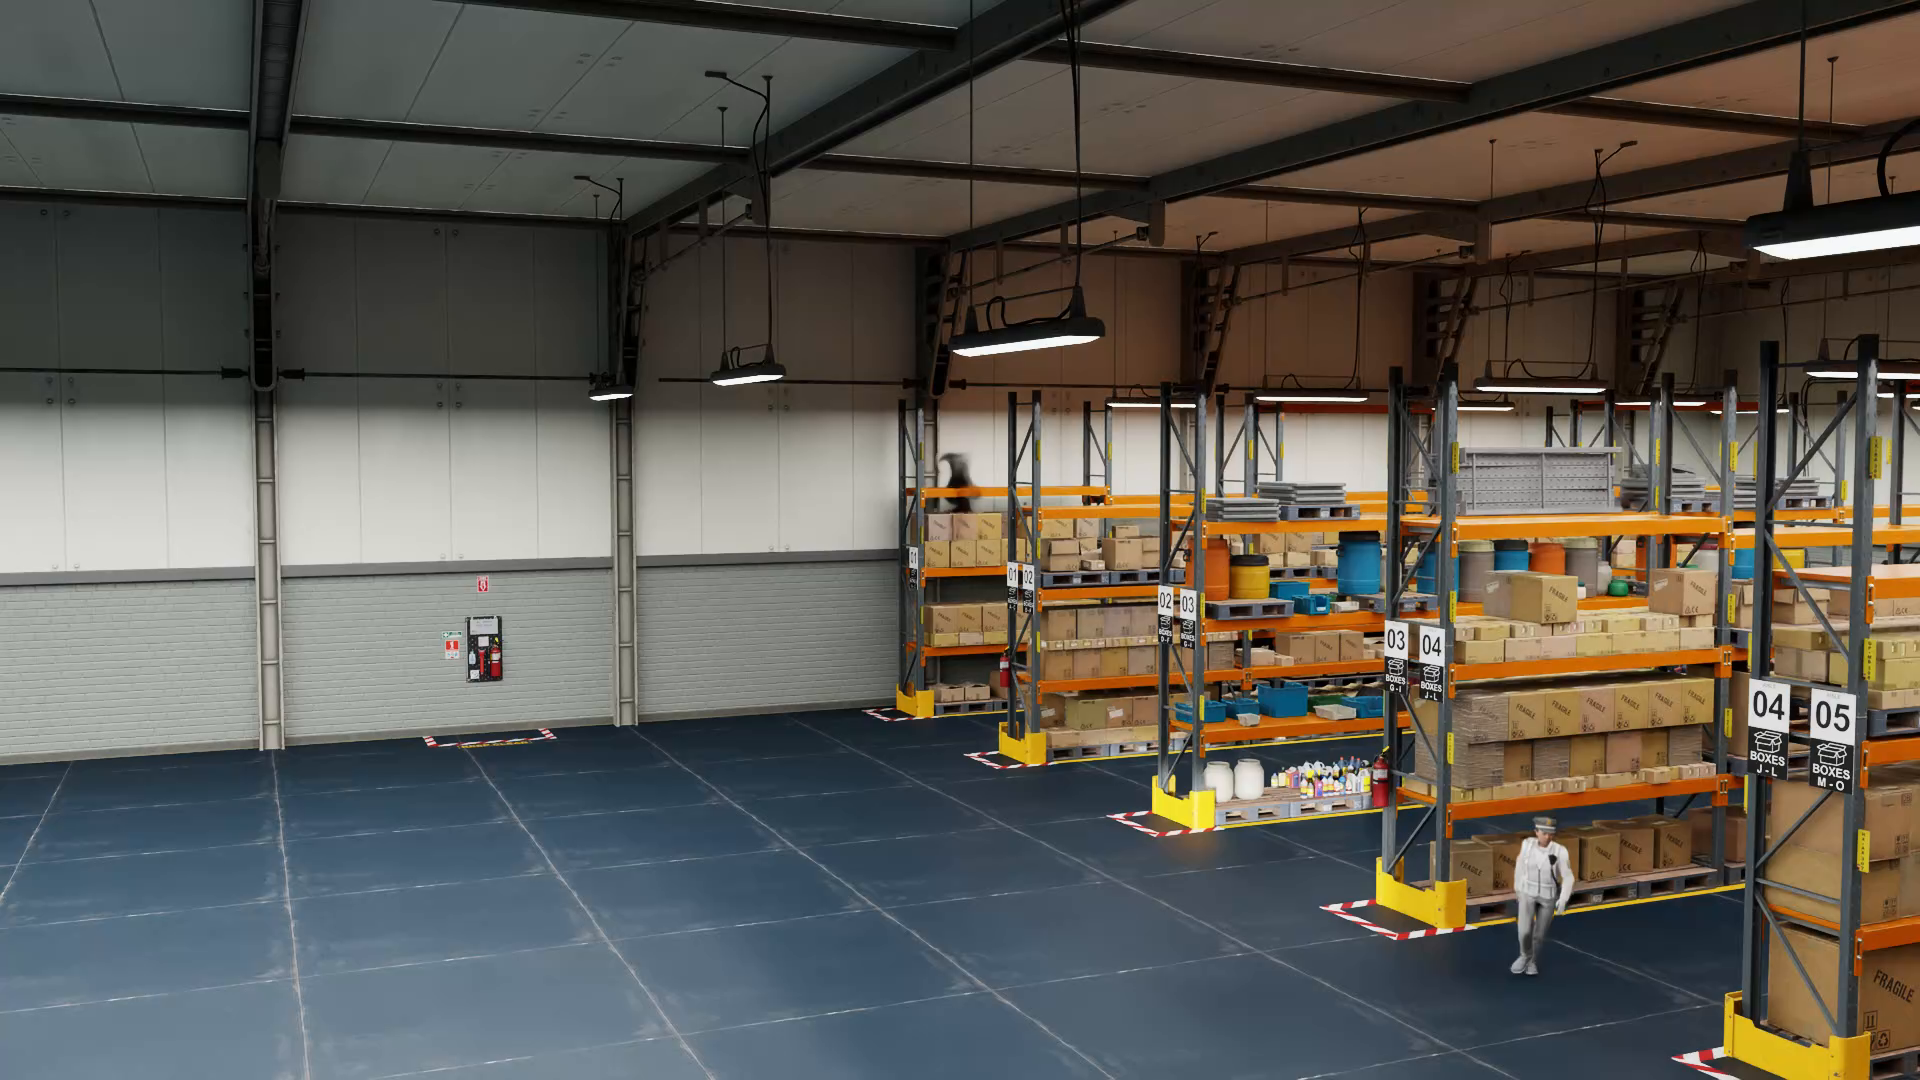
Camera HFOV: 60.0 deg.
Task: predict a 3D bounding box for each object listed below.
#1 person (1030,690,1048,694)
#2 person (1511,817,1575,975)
[{"bbox_3d":[1.567,2.492,30.805,0.527,1.721,0.784,-2,4,-31],"label":"person"},{"bbox_3d":[5.582,3.414,15.901,0.539,1.610,0.730,1,4,18],"label":"person"}]
